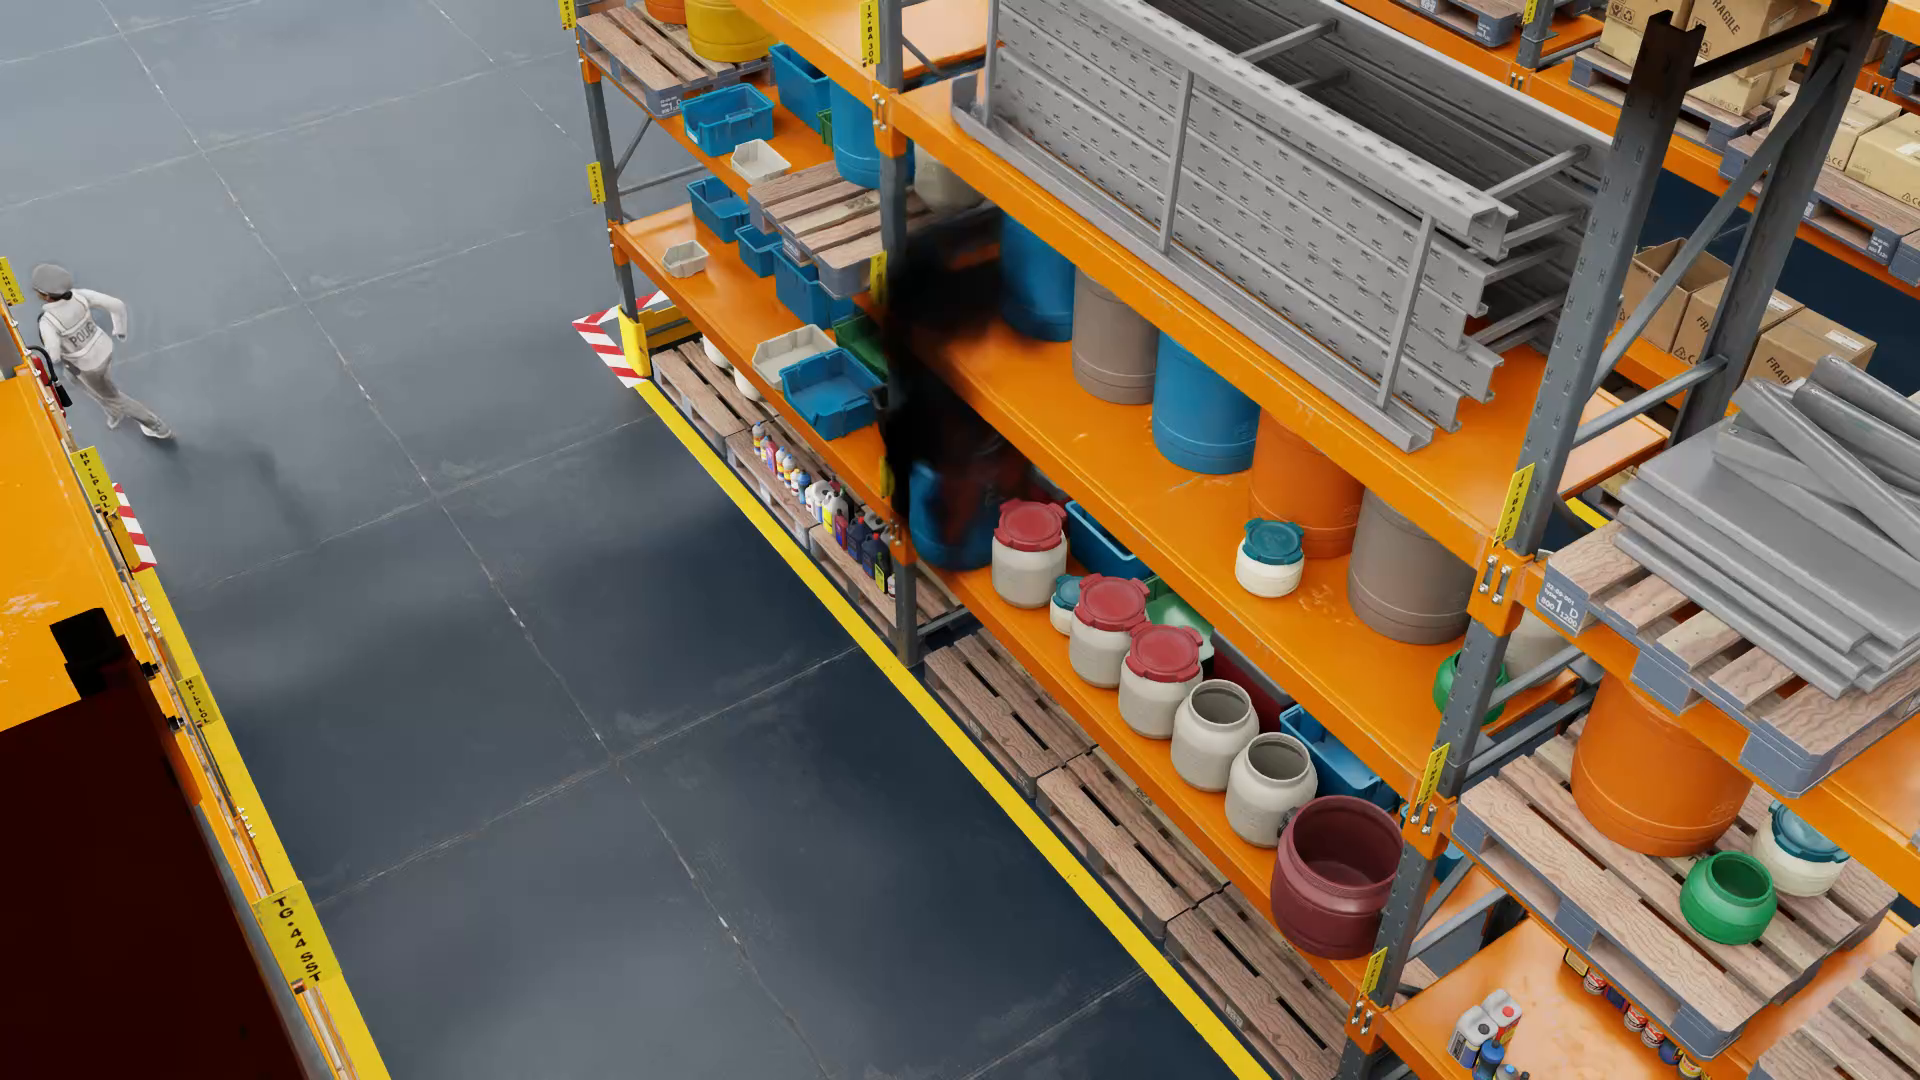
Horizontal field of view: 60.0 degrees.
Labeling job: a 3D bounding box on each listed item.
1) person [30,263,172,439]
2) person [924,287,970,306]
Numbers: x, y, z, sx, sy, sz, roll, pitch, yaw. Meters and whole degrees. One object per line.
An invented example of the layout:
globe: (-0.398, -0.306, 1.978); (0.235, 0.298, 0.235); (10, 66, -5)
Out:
person: (-6.287, -1.303, 11.932); (0.639, 1.637, 0.597); (6, 43, 7)
person: (-0.097, -2.333, 12.641); (0.568, 1.712, 0.796); (-28, 49, -27)
